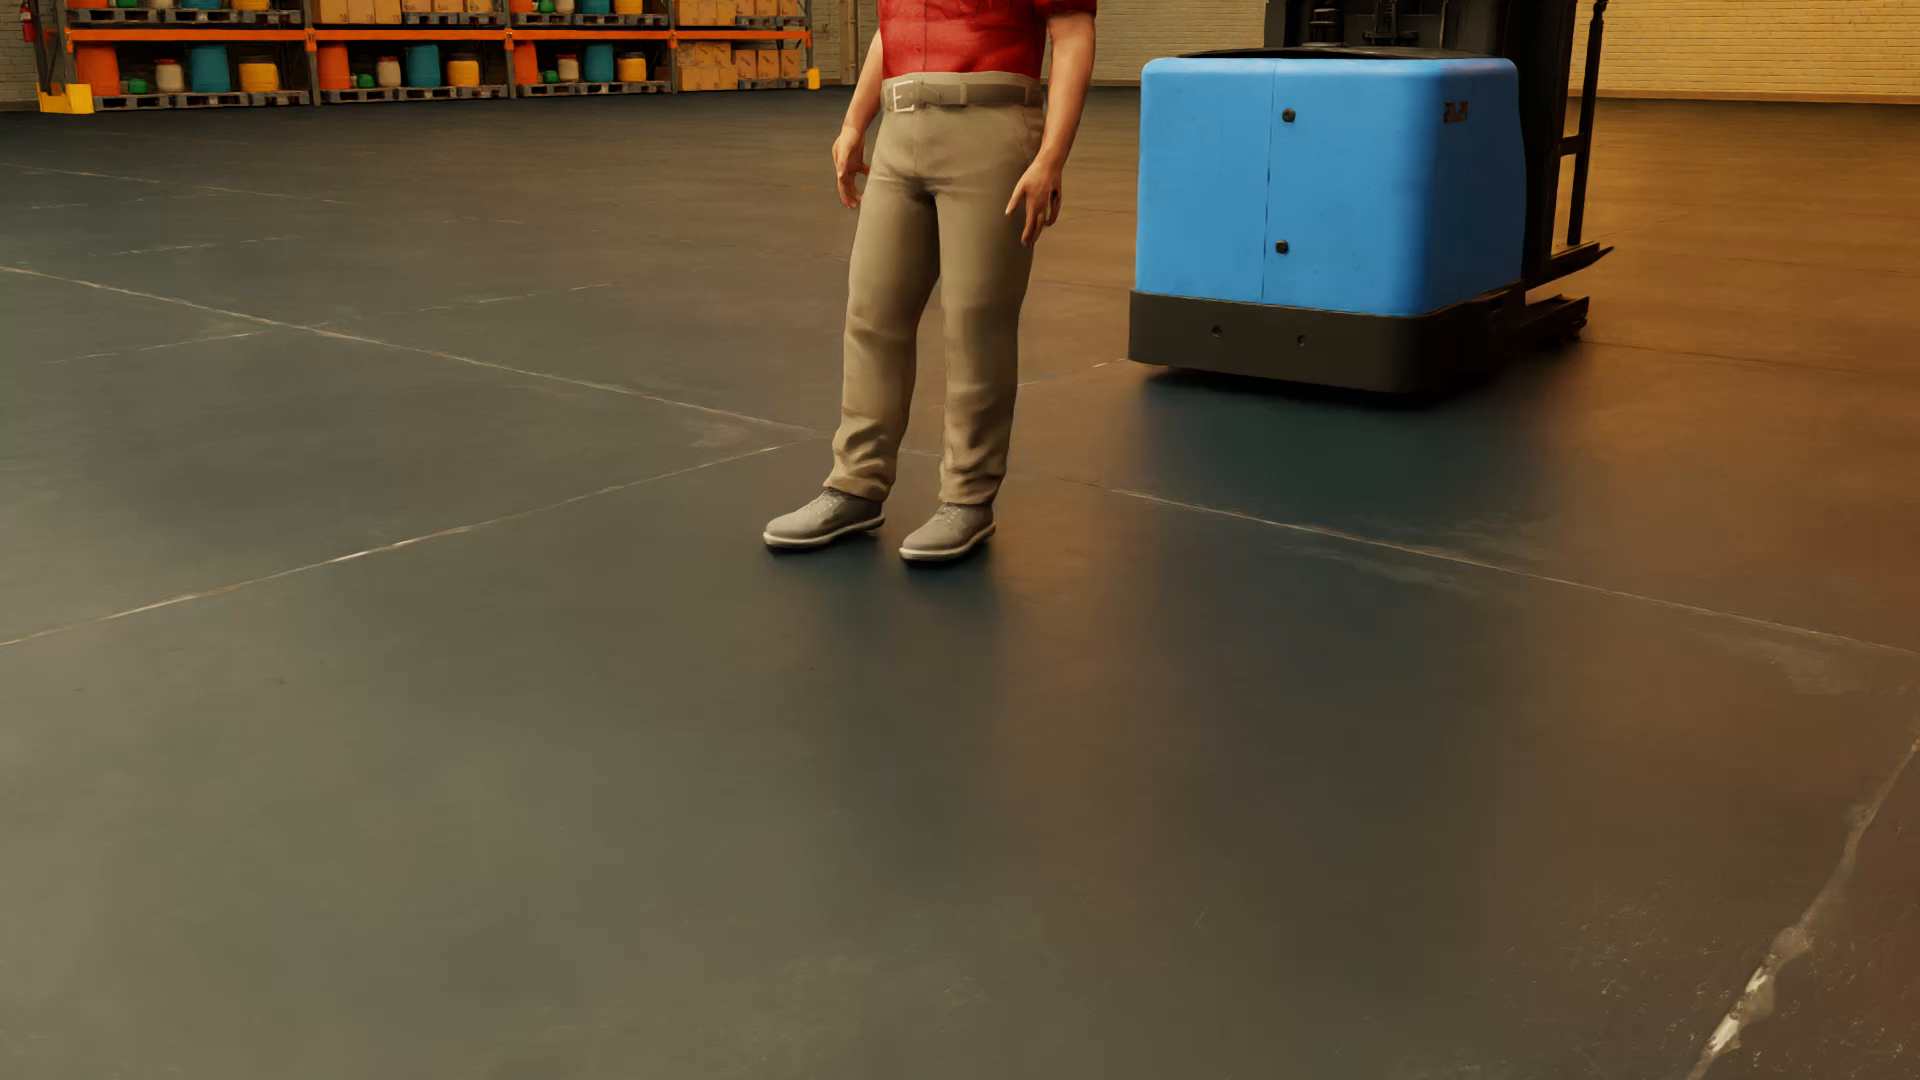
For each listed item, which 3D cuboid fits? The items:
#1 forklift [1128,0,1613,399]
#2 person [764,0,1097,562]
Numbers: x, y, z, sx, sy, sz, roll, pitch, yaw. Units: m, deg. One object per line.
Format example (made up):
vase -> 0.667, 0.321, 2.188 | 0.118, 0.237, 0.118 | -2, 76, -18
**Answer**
forklift -> 1.838, -2.227, 6.232 | 1.130, 2.935, 3.031 | 11, 20, 33
person -> -0.067, -0.816, 3.630 | 0.640, 1.727, 0.551 | 13, 21, 37
